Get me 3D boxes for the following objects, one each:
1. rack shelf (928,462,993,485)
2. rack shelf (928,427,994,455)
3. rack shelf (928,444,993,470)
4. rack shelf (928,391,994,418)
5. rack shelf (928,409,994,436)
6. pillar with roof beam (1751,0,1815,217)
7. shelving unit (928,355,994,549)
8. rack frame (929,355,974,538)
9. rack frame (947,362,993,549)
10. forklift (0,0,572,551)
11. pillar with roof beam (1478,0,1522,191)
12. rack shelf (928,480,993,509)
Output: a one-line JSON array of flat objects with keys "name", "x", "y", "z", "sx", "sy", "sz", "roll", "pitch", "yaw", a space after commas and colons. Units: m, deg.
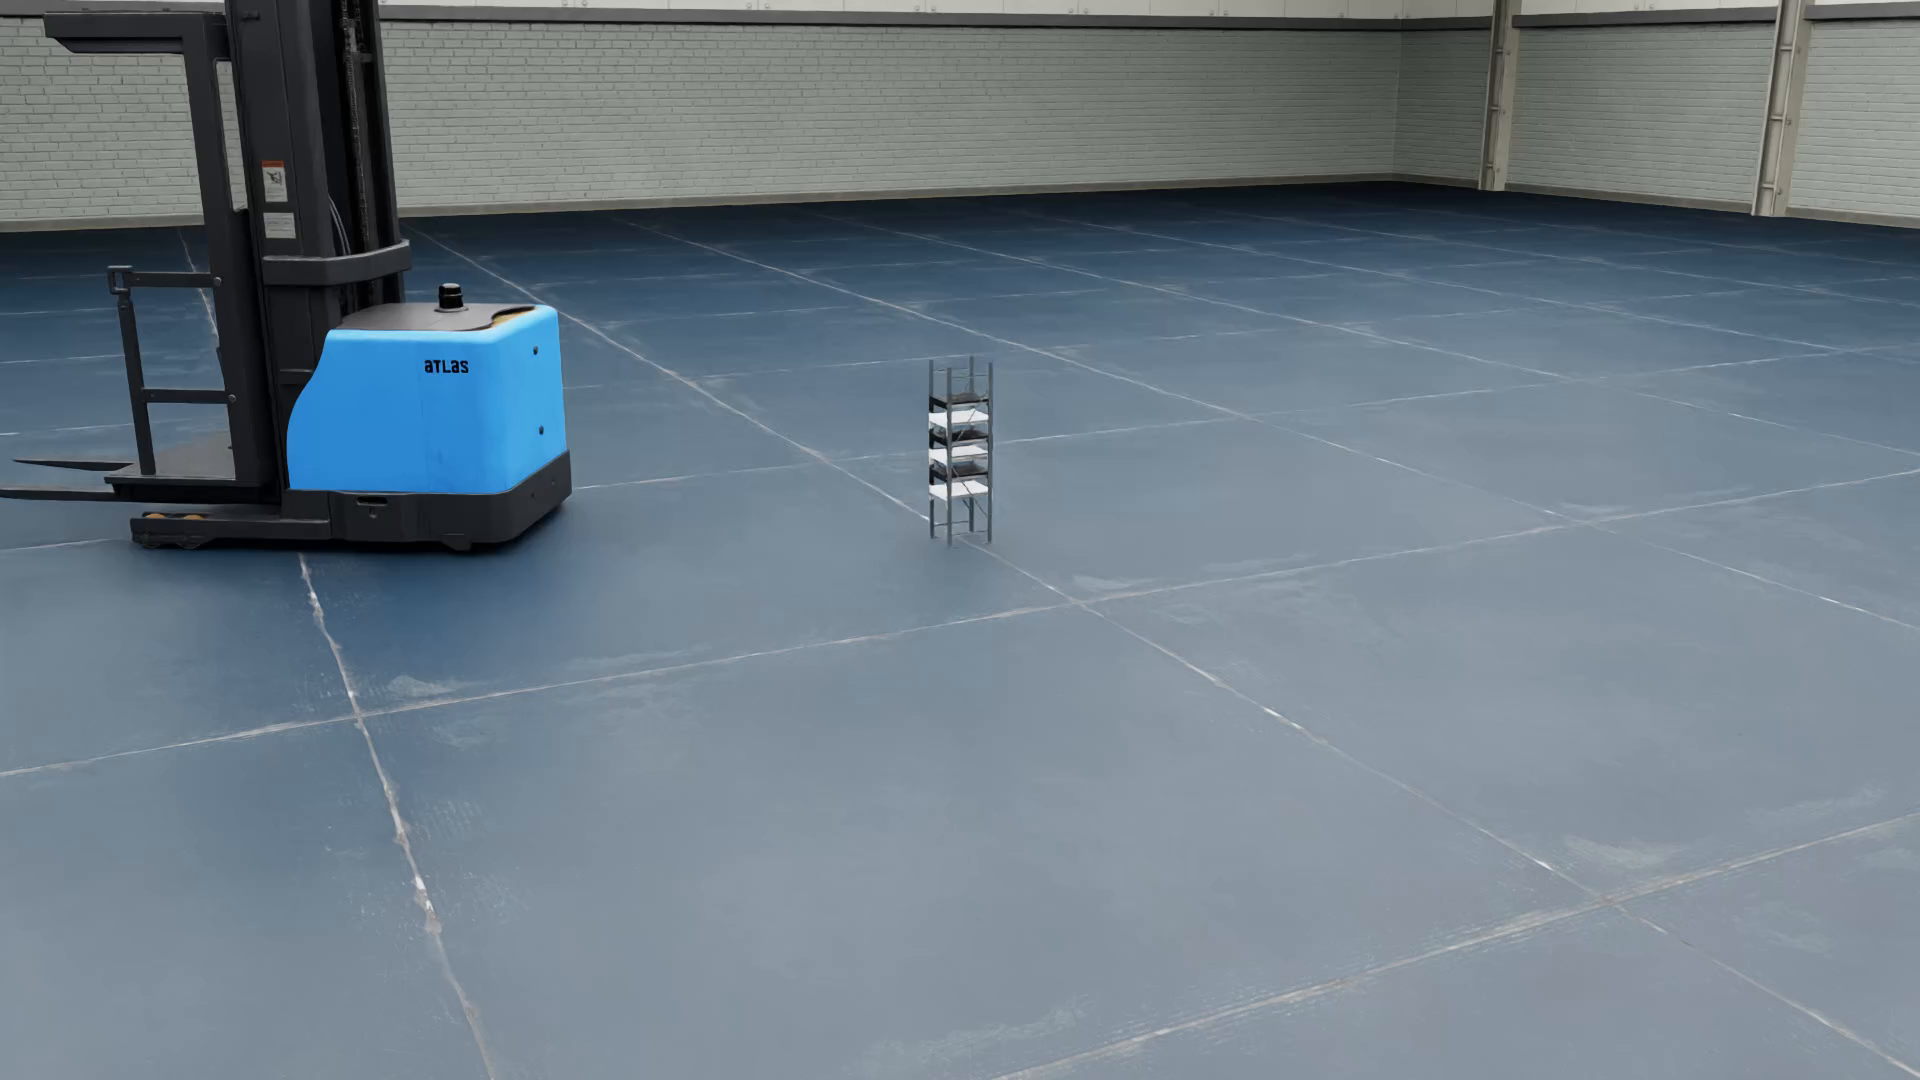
[{"name": "rack shelf", "x": 0.004, "y": -0.312, "z": 8.154, "sx": 0.258, "sy": 0.077, "sz": 0.200, "roll": -8, "pitch": 18, "yaw": -25}, {"name": "rack shelf", "x": 0.004, "y": -0.485, "z": 8.104, "sx": 0.258, "sy": 0.077, "sz": 0.200, "roll": -8, "pitch": 18, "yaw": -25}, {"name": "rack shelf", "x": 0.004, "y": -0.398, "z": 8.129, "sx": 0.258, "sy": 0.077, "sz": 0.200, "roll": -8, "pitch": 18, "yaw": -25}, {"name": "rack shelf", "x": 0.004, "y": -0.658, "z": 8.054, "sx": 0.258, "sy": 0.077, "sz": 0.200, "roll": -8, "pitch": 18, "yaw": -25}, {"name": "rack shelf", "x": 0.004, "y": -0.572, "z": 8.079, "sx": 0.258, "sy": 0.077, "sz": 0.200, "roll": -8, "pitch": 18, "yaw": -25}, {"name": "pillar with roof beam", "x": 8.640, "y": -8.821, "z": 22.676, "sx": 9.100, "sy": 9.000, "sz": 0.400, "roll": -8, "pitch": 18, "yaw": -25}, {"name": "shelving unit", "x": 0.004, "y": -0.431, "z": 8.120, "sx": 0.258, "sy": 0.900, "sz": 0.210, "roll": -8, "pitch": 18, "yaw": -25}, {"name": "rack frame", "x": -0.041, "y": -0.456, "z": 8.207, "sx": 0.240, "sy": 0.900, "sz": 0.006, "roll": -8, "pitch": 18, "yaw": -25}, {"name": "rack frame", "x": 0.048, "y": -0.405, "z": 8.032, "sx": 0.240, "sy": 0.900, "sz": 0.006, "roll": -8, "pitch": 18, "yaw": -25}, {"name": "forklift", "x": -3.613, "y": -1.507, "z": 8.190, "sx": 3.031, "sy": 2.935, "sz": 1.130, "roll": 2, "pitch": 16, "yaw": 5}, {"name": "pillar with roof beam", "x": 6.012, "y": -10.309, "z": 27.861, "sx": 9.100, "sy": 9.000, "sz": 0.400, "roll": -8, "pitch": 18, "yaw": -25}, {"name": "rack shelf", "x": 0.004, "y": -0.225, "z": 8.178, "sx": 0.258, "sy": 0.077, "sz": 0.200, "roll": -8, "pitch": 18, "yaw": -25}]
